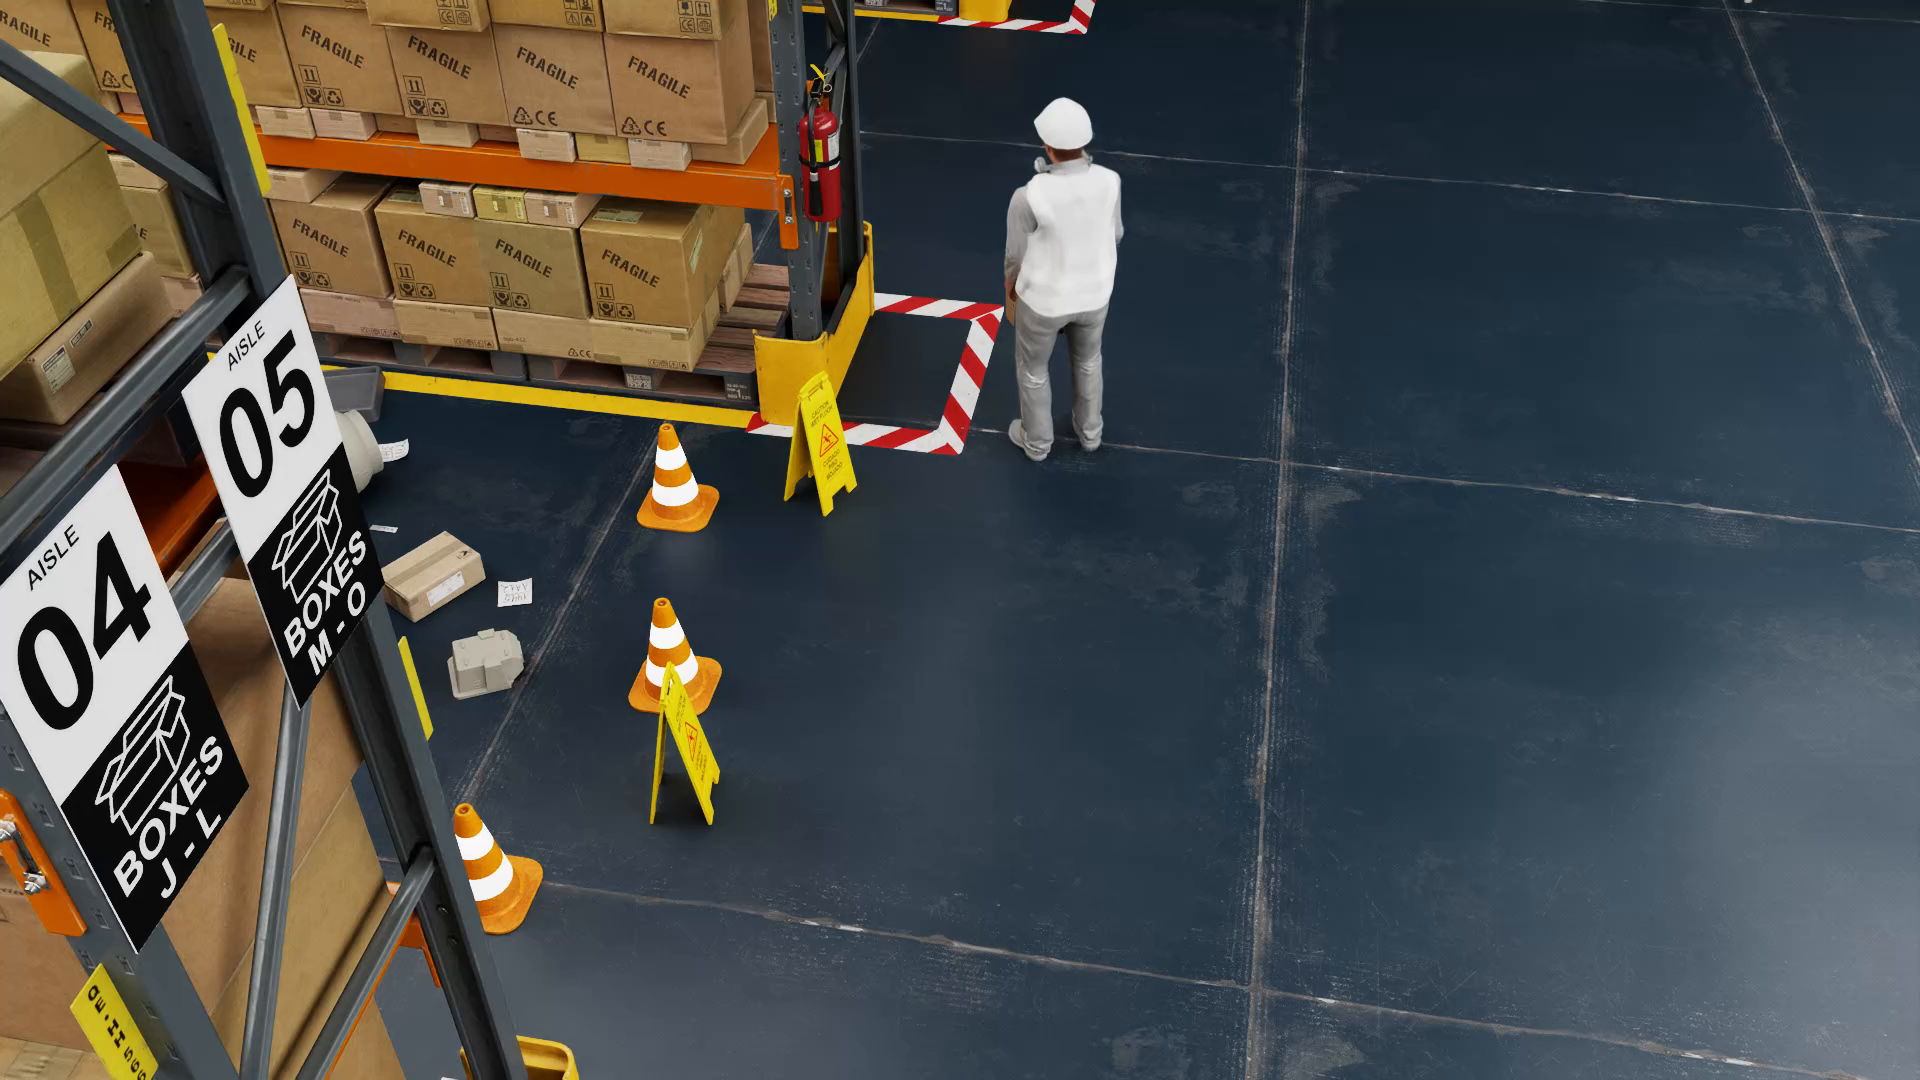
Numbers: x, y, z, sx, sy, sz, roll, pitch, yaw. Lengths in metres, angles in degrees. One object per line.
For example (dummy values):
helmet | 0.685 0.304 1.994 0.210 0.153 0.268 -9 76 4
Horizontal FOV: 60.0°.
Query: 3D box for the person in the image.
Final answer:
person | 0.457 -1.135 7.471 0.553 1.778 0.434 -12 42 -14
